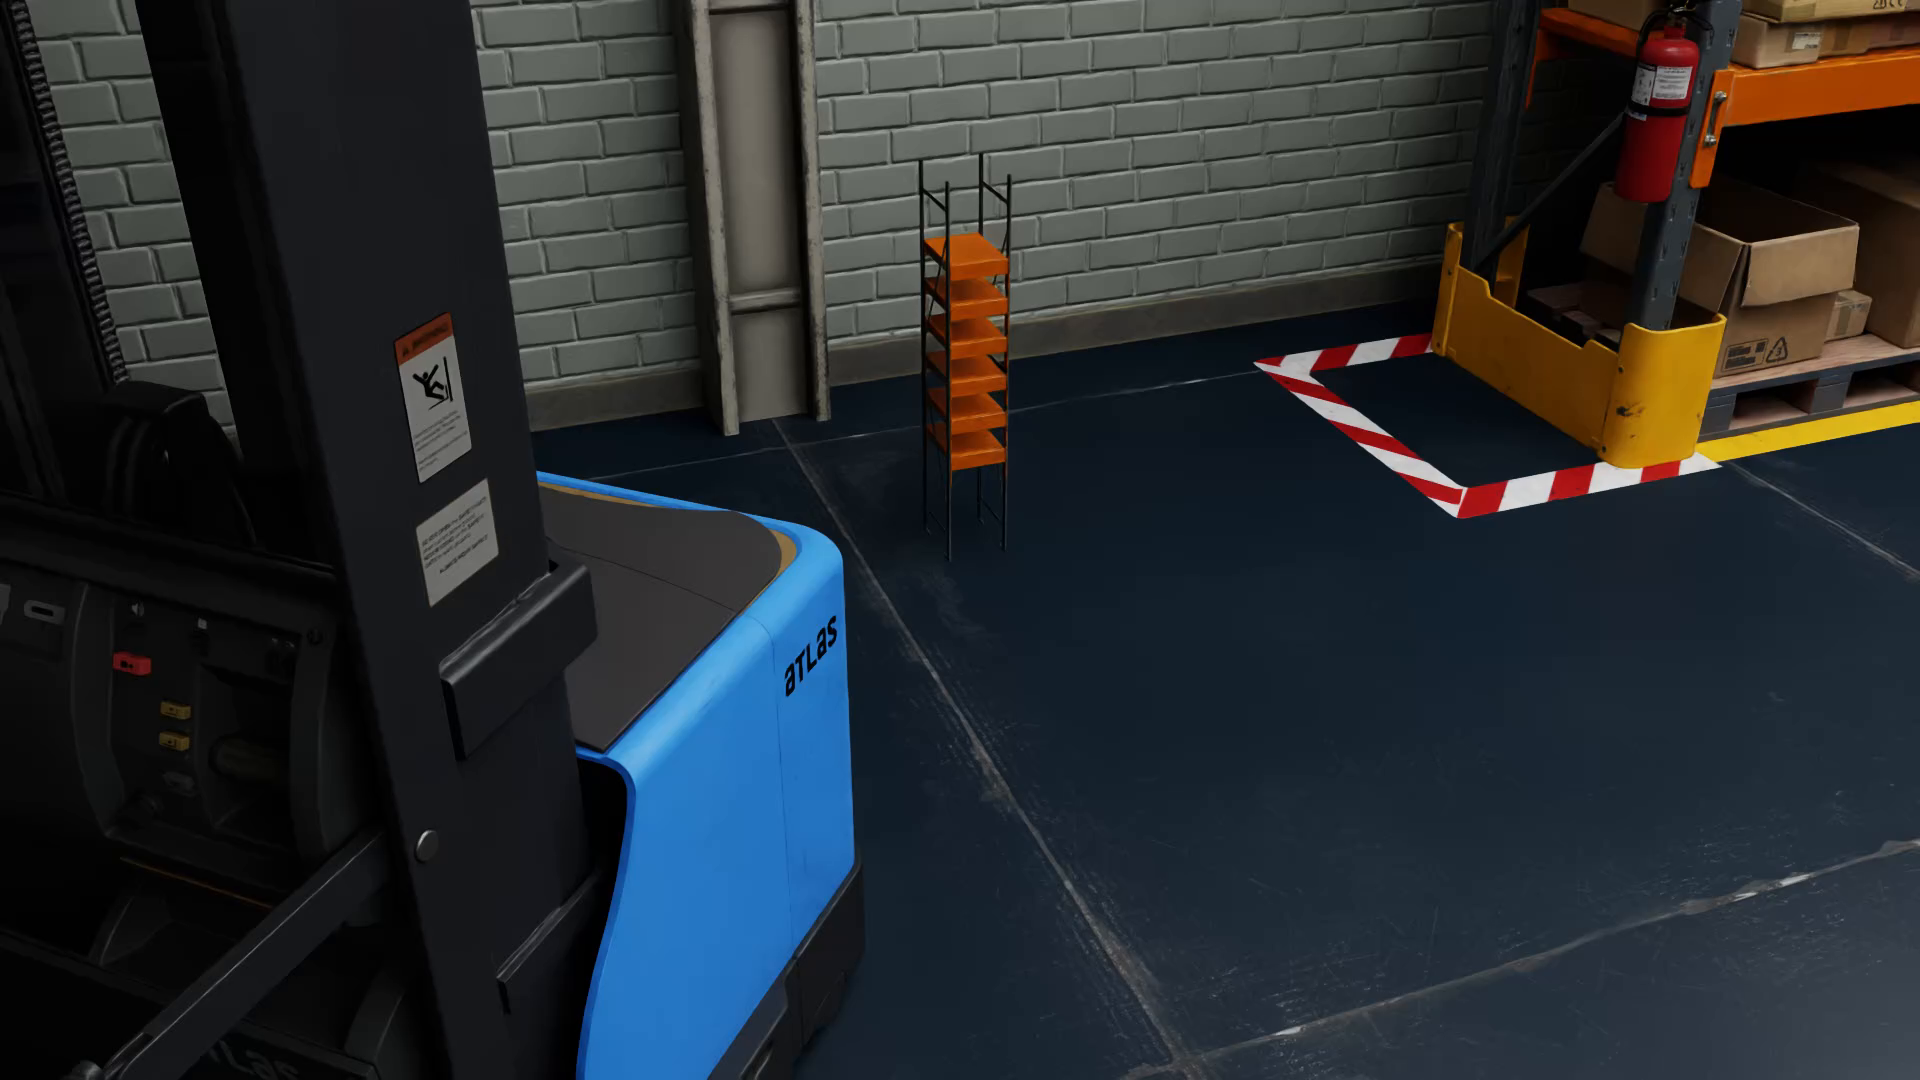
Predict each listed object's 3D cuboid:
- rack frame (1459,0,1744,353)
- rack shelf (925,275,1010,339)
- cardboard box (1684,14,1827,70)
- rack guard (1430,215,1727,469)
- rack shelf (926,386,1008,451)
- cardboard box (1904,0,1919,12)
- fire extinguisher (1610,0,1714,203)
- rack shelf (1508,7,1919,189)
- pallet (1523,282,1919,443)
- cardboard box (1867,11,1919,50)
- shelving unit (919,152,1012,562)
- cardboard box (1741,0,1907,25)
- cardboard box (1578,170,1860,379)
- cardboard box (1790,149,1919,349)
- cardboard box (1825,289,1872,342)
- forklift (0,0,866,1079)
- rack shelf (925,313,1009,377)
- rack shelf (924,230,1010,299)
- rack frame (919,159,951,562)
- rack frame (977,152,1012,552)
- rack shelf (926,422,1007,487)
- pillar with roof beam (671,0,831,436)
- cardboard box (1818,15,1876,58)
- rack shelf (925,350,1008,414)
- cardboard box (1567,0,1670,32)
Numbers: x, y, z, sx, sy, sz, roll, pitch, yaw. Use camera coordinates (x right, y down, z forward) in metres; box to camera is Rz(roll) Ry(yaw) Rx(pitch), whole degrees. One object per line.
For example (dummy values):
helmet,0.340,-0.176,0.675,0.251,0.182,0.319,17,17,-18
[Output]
rack frame,2.136,-1.823,5.420,0.127,3.000,1.000,-10,31,-18
rack shelf,0.014,-0.694,4.861,0.180,0.103,0.258,-10,31,-18
cardboard box,2.540,-1.644,5.359,0.250,0.149,0.380,-11,31,-18
rack guard,2.207,-0.750,6.062,0.348,0.500,1.175,-10,31,-18
rack shelf,0.014,-0.381,5.039,0.180,0.103,0.258,-10,31,-18
cardboard box,3.127,-1.928,5.455,0.500,0.250,0.500,-10,31,-17
fire extinguisher,2.159,-1.388,5.111,0.183,0.674,0.296,-10,31,-18
rack shelf,4.010,-1.856,6.204,4.000,0.370,1.077,-10,31,-18
pallet,2.954,-0.763,6.376,1.213,0.211,1.003,-10,31,-18
cardboard box,2.996,-1.771,5.581,0.250,0.149,0.380,-11,31,-18
shelving unit,0.014,-0.524,4.957,0.189,1.200,0.258,-10,31,-18
cardboard box,2.655,-1.841,5.302,0.500,0.250,0.500,-10,31,-17
cardboard box,2.742,-0.983,6.043,0.637,0.503,0.797,-12,32,-20
cardboard box,3.557,-1.111,6.271,0.500,0.500,0.700,-9,31,-16
cardboard box,3.154,-0.884,6.227,0.250,0.149,0.380,-12,32,-20
forklift,-1.225,0.228,1.888,1.130,2.935,3.031,11,32,19
rack shelf,0.014,-0.589,4.920,0.180,0.103,0.258,-10,31,-18
rack shelf,0.014,-0.798,4.801,0.180,0.103,0.258,-10,31,-18
rack frame,-0.072,-0.508,4.930,0.006,1.200,0.240,-10,31,-18
rack frame,0.099,-0.540,4.985,0.006,1.200,0.240,-10,31,-18
rack shelf,0.014,-0.277,5.098,0.180,0.103,0.258,-10,31,-18
pillar with roof beam,0.796,-2.386,0.347,0.400,9.000,9.100,-10,31,-18
cardboard box,2.762,-1.709,5.473,0.250,0.149,0.380,-10,31,-16
rack shelf,0.014,-0.485,4.979,0.180,0.103,0.258,-10,31,-18
cardboard box,2.353,-1.896,5.802,0.250,0.149,0.380,-11,31,-18
